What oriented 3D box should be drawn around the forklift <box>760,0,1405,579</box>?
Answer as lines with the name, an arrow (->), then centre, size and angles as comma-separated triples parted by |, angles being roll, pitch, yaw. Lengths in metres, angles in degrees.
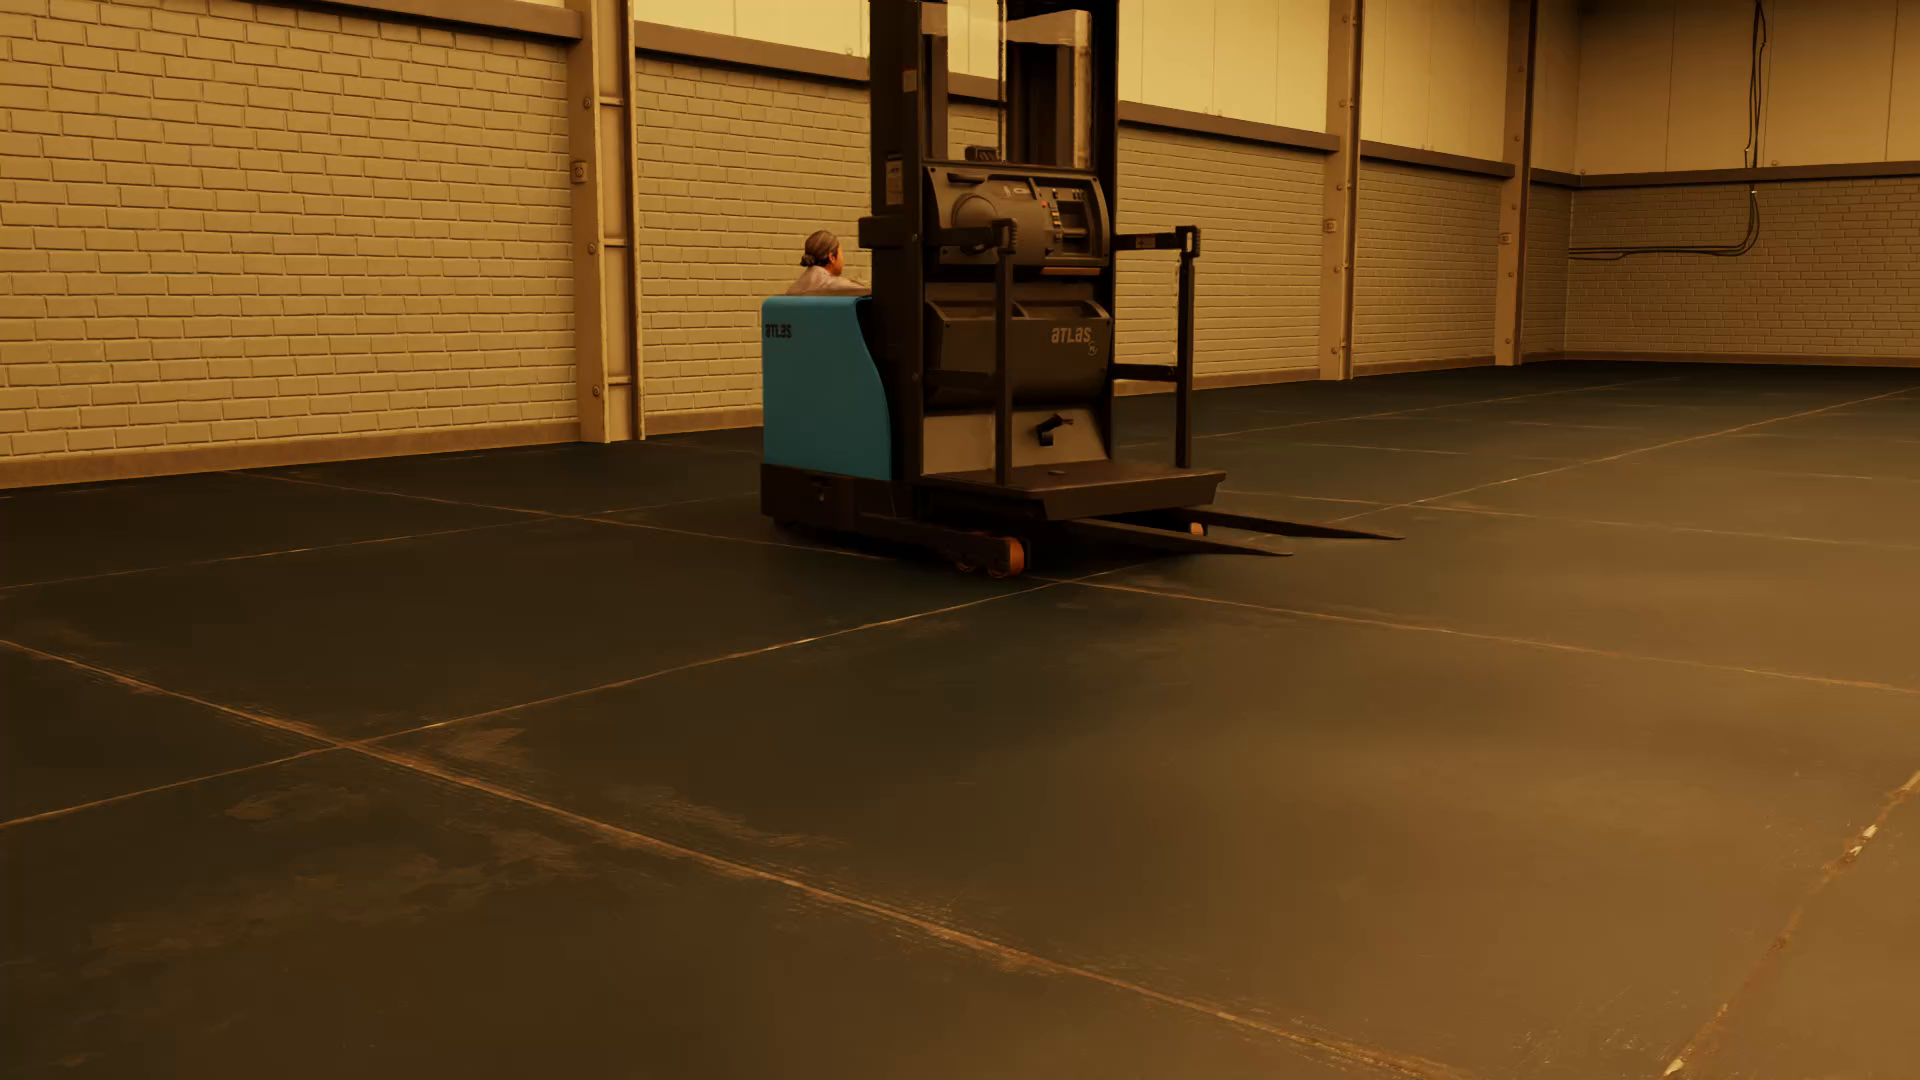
forklift -> 0.385, -1.382, 6.724 | 1.130, 2.935, 3.031 | -7, 11, -38

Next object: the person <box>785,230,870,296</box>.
person -> -0.489, -0.863, 8.576 | 0.885, 1.428, 0.775 | 8, 12, 44
